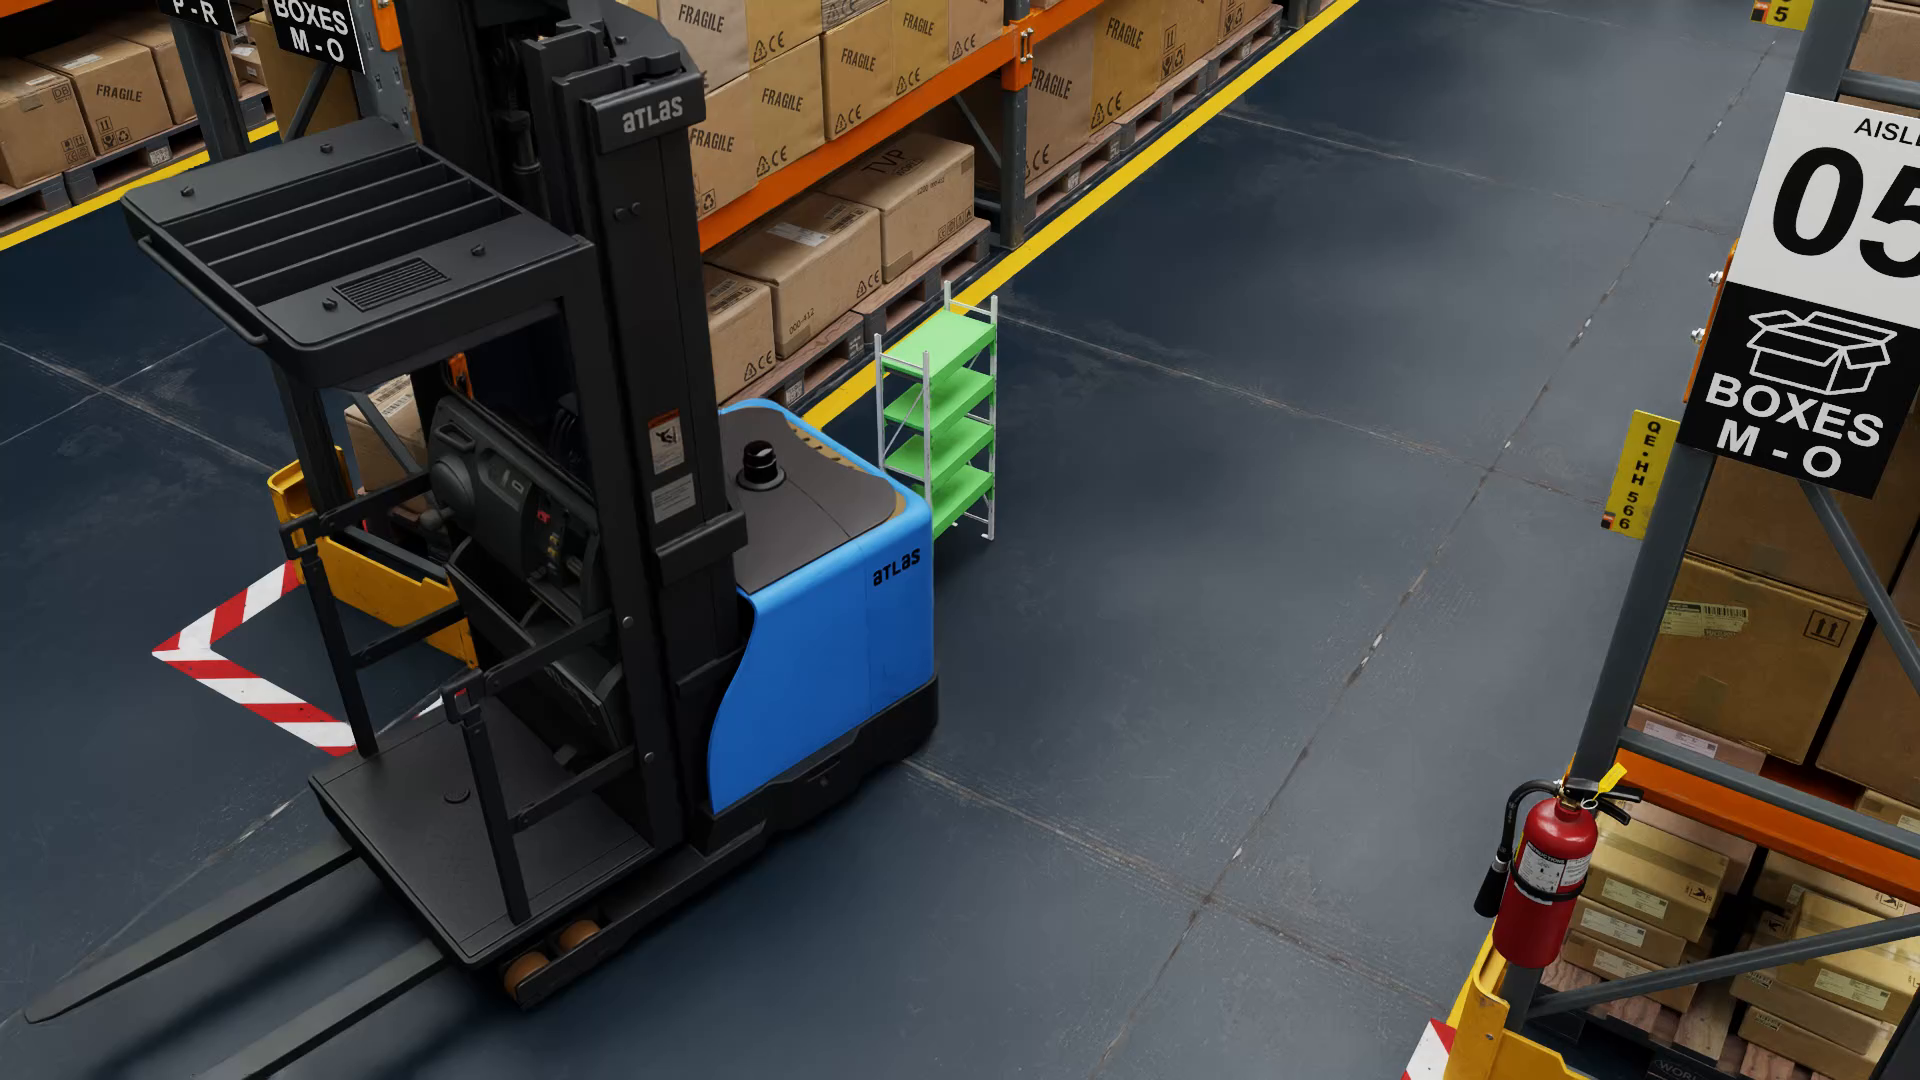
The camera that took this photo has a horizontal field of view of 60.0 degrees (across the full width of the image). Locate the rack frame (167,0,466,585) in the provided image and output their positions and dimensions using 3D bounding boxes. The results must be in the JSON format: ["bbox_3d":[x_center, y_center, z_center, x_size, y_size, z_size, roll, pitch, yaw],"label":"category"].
[{"bbox_3d":[-2.234,-0.936,6.007,1.000,3.000,0.127,21,42,25],"label":"rack frame"}]

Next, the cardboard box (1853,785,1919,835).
[{"bbox_3d":[2.450,0.671,4.128,0.380,0.149,0.250,21,42,25],"label":"cardboard box"}]

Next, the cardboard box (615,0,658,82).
[{"bbox_3d":[-1.466,-1.794,6.220,0.500,0.500,0.500,20,42,24],"label":"cardboard box"}]

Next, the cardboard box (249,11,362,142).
[{"bbox_3d":[-2.177,-1.698,6.094,0.500,0.500,0.500,23,43,27],"label":"cardboard box"}]

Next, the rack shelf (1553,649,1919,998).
[{"bbox_3d":[3.071,-0.115,5.531,1.077,0.370,4.000,21,42,25],"label":"rack shelf"}]

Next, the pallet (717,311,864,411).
[{"bbox_3d":[-1.218,-0.895,8.239,1.003,0.211,1.213,21,42,25],"label":"pallet"}]

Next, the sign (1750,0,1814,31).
[{"bbox_3d":[1.542,-1.099,3.037,0.100,0.325,0.005,21,42,25],"label":"sign"}]

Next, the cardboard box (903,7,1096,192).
[{"bbox_3d":[0.173,-2.668,9.651,0.875,0.875,0.875,23,43,26],"label":"cardboard box"}]

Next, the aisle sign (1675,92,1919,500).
[{"bbox_3d":[1.707,-0.459,3.259,0.394,0.787,0.004,21,42,25],"label":"aisle sign"}]

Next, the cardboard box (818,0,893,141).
[{"bbox_3d":[-0.652,-2.184,7.544,0.500,0.500,0.500,21,42,24],"label":"cardboard box"}]

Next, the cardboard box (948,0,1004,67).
[{"bbox_3d":[-0.124,-2.715,8.233,0.500,0.500,0.500,22,43,26],"label":"cardboard box"}]

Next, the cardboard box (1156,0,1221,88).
[{"bbox_3d":[1.130,-3.597,10.856,0.875,0.875,0.875,22,43,26],"label":"cardboard box"}]

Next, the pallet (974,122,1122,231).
[{"bbox_3d":[0.258,-2.316,10.081,1.003,0.211,1.213,21,42,25],"label":"pallet"}]

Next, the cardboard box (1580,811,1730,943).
[{"bbox_3d":[2.069,1.003,4.996,0.380,0.149,0.250,22,43,26],"label":"cardboard box"}]

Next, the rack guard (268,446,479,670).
[{"bbox_3d":[-2.247,0.067,6.754,1.175,0.500,0.348,21,42,25],"label":"rack guard"}]

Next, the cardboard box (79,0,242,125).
[{"bbox_3d":[-4.973,-2.981,10.364,0.700,0.500,0.500,20,42,23],"label":"cardboard box"}]

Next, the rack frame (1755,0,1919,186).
[{"bbox_3d":[1.999,-1.744,2.142,1.000,3.000,0.127,21,42,25],"label":"rack frame"}]

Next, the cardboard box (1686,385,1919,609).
[{"bbox_3d":[2.035,-0.239,3.959,0.500,0.500,0.500,20,42,24],"label":"cardboard box"}]

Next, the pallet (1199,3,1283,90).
[{"bbox_3d":[1.566,-3.574,11.713,1.003,0.211,1.213,21,42,25],"label":"pallet"}]

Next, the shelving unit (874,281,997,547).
[{"bbox_3d":[-0.089,-0.390,6.773,0.258,1.200,0.503,21,42,25],"label":"shelving unit"}]

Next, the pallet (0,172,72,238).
[{"bbox_3d":[-5.961,-1.903,9.546,1.003,0.211,1.213,21,42,25],"label":"pallet"}]

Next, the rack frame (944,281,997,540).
[{"bbox_3d":[0.042,-0.516,6.936,0.240,1.200,0.015,21,42,25],"label":"rack frame"}]

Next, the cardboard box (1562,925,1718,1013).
[{"bbox_3d":[2.105,1.255,5.157,0.380,0.149,0.250,22,43,26],"label":"cardboard box"}]

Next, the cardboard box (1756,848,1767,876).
[{"bbox_3d":[2.748,1.012,5.227,0.380,0.149,0.250,22,43,26],"label":"cardboard box"}]

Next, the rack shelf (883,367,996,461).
[{"bbox_3d":[-0.089,-0.529,6.665,0.258,0.148,0.480,21,42,25],"label":"rack shelf"}]

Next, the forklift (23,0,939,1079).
[{"bbox_3d":[-1.501,-0.036,4.896,3.031,2.935,1.130,-30,46,-33],"label":"forklift"}]

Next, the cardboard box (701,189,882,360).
[{"bbox_3d":[-0.997,-1.399,8.362,0.875,0.438,0.875,20,42,24],"label":"cardboard box"}]

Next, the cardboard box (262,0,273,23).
[{"bbox_3d":[-2.211,-1.879,5.798,0.380,0.149,0.250,22,43,26],"label":"cardboard box"}]

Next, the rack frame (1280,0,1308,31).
[{"bbox_3d":[2.052,-5.060,11.357,1.000,3.000,0.127,21,42,25],"label":"rack frame"}]

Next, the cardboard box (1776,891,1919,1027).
[{"bbox_3d":[2.567,1.200,4.741,0.380,0.149,0.250,19,42,23],"label":"cardboard box"}]

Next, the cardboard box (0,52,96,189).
[{"bbox_3d":[-5.529,-2.446,9.669,0.700,0.500,0.500,23,43,27],"label":"cardboard box"}]

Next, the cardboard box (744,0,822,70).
[{"bbox_3d":[-0.930,-2.319,6.901,0.500,0.500,0.500,21,42,25],"label":"cardboard box"}]

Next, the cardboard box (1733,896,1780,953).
[{"bbox_3d":[2.622,1.267,5.141,0.380,0.149,0.250,21,42,25],"label":"cardboard box"}]

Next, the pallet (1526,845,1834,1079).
[{"bbox_3d":[2.505,1.289,5.404,1.003,0.211,1.213,21,42,25],"label":"pallet"}]

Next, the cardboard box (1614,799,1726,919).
[{"bbox_3d":[2.227,0.994,5.251,0.380,0.149,0.250,20,42,24],"label":"cardboard box"}]

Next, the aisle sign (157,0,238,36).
[{"bbox_3d":[-2.535,-2.029,5.297,0.394,0.787,0.004,21,42,25],"label":"aisle sign"}]

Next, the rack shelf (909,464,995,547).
[{"bbox_3d":[-0.089,-0.149,6.959,0.258,0.148,0.480,21,42,25],"label":"rack shelf"}]

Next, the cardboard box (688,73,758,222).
[{"bbox_3d":[-1.200,-1.655,6.858,0.500,0.500,0.500,21,42,25],"label":"cardboard box"}]

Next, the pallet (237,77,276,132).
[{"bbox_3d":[-4.653,-3.161,11.178,1.003,0.211,1.213,21,42,25],"label":"pallet"}]

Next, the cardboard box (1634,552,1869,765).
[{"bbox_3d":[2.023,0.158,4.262,0.500,0.500,0.500,22,43,26],"label":"cardboard box"}]

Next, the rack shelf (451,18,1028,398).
[{"bbox_3d":[-1.163,-1.682,7.564,1.077,0.370,4.000,21,42,25],"label":"rack shelf"}]

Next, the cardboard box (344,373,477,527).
[{"bbox_3d":[-1.965,-0.460,7.145,0.875,0.438,0.875,20,42,24],"label":"cardboard box"}]

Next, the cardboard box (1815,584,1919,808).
[{"bbox_3d":[2.473,0.333,4.036,0.500,0.500,0.500,23,43,27],"label":"cardboard box"}]

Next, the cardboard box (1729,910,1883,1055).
[{"bbox_3d":[2.497,1.290,4.867,0.380,0.149,0.250,23,43,27],"label":"cardboard box"}]

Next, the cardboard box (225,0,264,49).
[{"bbox_3d":[-4.838,-3.458,11.137,0.500,0.311,0.500,23,43,27],"label":"cardboard box"}]
